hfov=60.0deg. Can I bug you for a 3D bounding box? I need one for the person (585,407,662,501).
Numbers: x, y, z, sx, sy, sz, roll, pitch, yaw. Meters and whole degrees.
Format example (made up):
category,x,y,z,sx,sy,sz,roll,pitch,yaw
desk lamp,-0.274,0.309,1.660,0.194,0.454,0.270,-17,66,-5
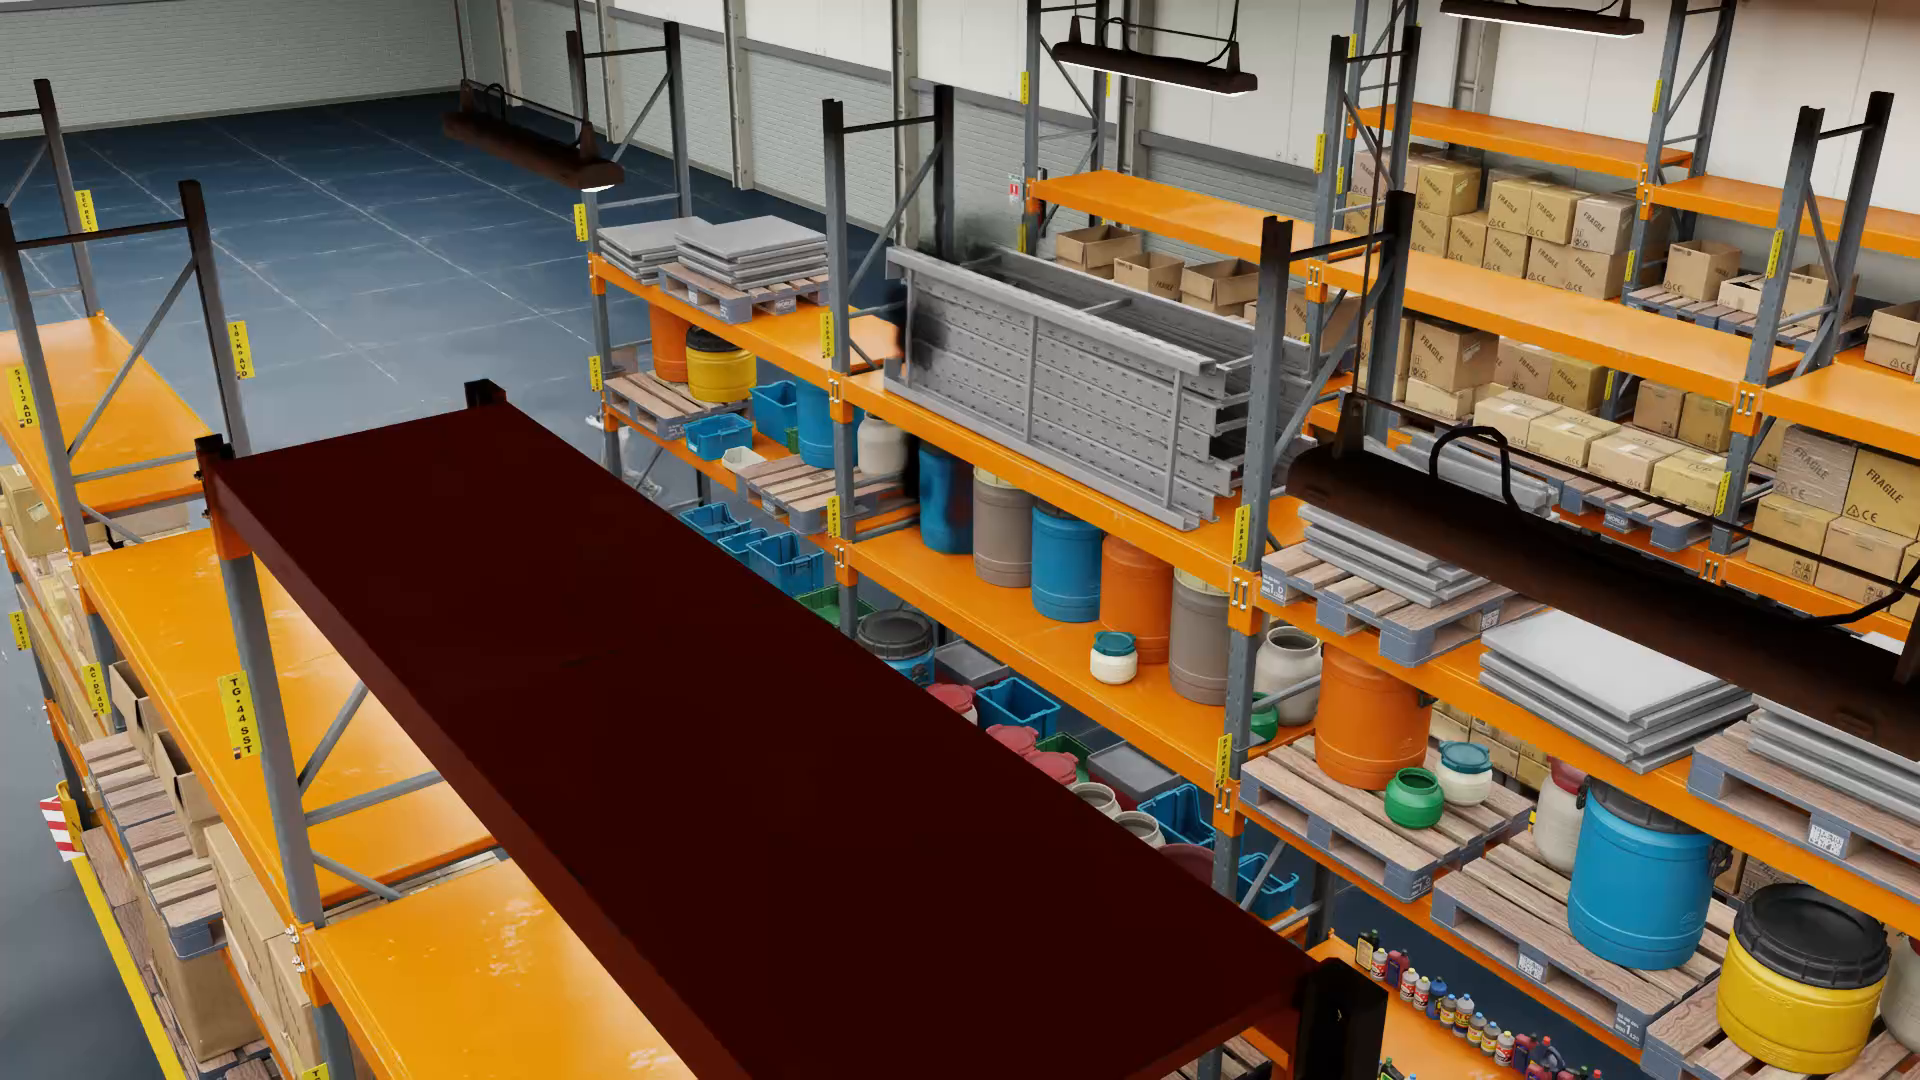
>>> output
category,x,y,z,sx,sy,sz,roll,pitch,yaw
person,-4.004,-1.163,19.436,0.941,1.678,0.613,-3,25,-7
